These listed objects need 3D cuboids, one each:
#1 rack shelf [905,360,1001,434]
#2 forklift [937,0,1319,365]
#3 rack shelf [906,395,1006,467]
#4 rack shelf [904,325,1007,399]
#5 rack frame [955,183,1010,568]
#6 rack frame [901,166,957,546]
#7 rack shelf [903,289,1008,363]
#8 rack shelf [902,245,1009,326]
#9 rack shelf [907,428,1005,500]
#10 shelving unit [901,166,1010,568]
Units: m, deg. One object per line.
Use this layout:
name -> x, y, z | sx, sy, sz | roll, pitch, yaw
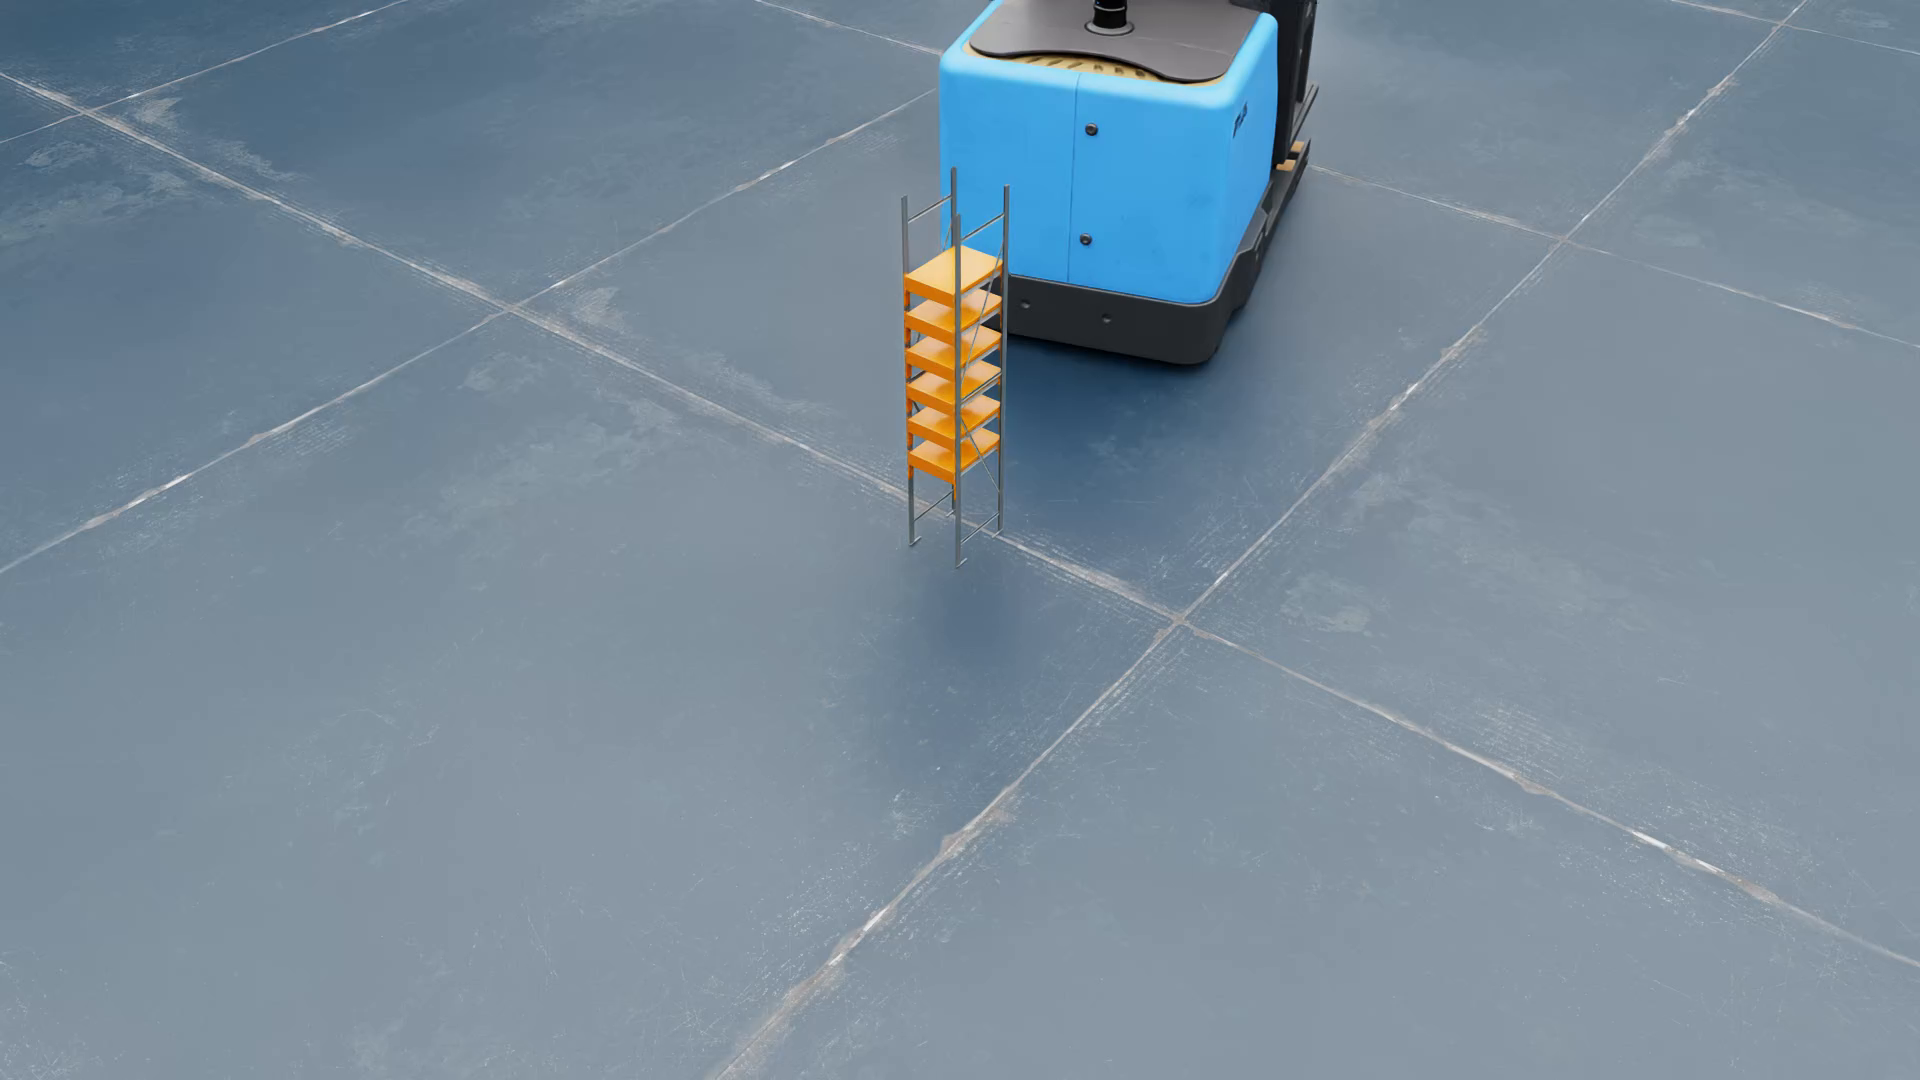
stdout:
rack shelf -> -0.012, -0.443, 4.914 | 0.180, 0.103, 0.258 | 25, 45, 29
forklift -> 0.887, -2.692, 6.310 | 1.130, 2.935, 3.031 | 12, 40, 15
rack shelf -> -0.011, -0.348, 4.988 | 0.180, 0.103, 0.258 | 25, 45, 29
rack shelf -> -0.012, -0.537, 4.840 | 0.180, 0.103, 0.258 | 25, 45, 29
rack frame -> 0.061, -0.444, 4.843 | 0.006, 1.200, 0.240 | 25, 45, 29
rack frame -> -0.084, -0.512, 4.931 | 0.006, 1.200, 0.240 | 25, 45, 29
rack shelf -> -0.012, -0.632, 4.766 | 0.180, 0.103, 0.258 | 25, 45, 29
rack shelf -> -0.012, -0.726, 4.693 | 0.180, 0.103, 0.258 | 25, 45, 29
rack shelf -> -0.011, -0.254, 5.062 | 0.180, 0.103, 0.258 | 25, 45, 29
shelving unit -> -0.012, -0.478, 4.887 | 0.189, 1.200, 0.258 | 25, 45, 29
